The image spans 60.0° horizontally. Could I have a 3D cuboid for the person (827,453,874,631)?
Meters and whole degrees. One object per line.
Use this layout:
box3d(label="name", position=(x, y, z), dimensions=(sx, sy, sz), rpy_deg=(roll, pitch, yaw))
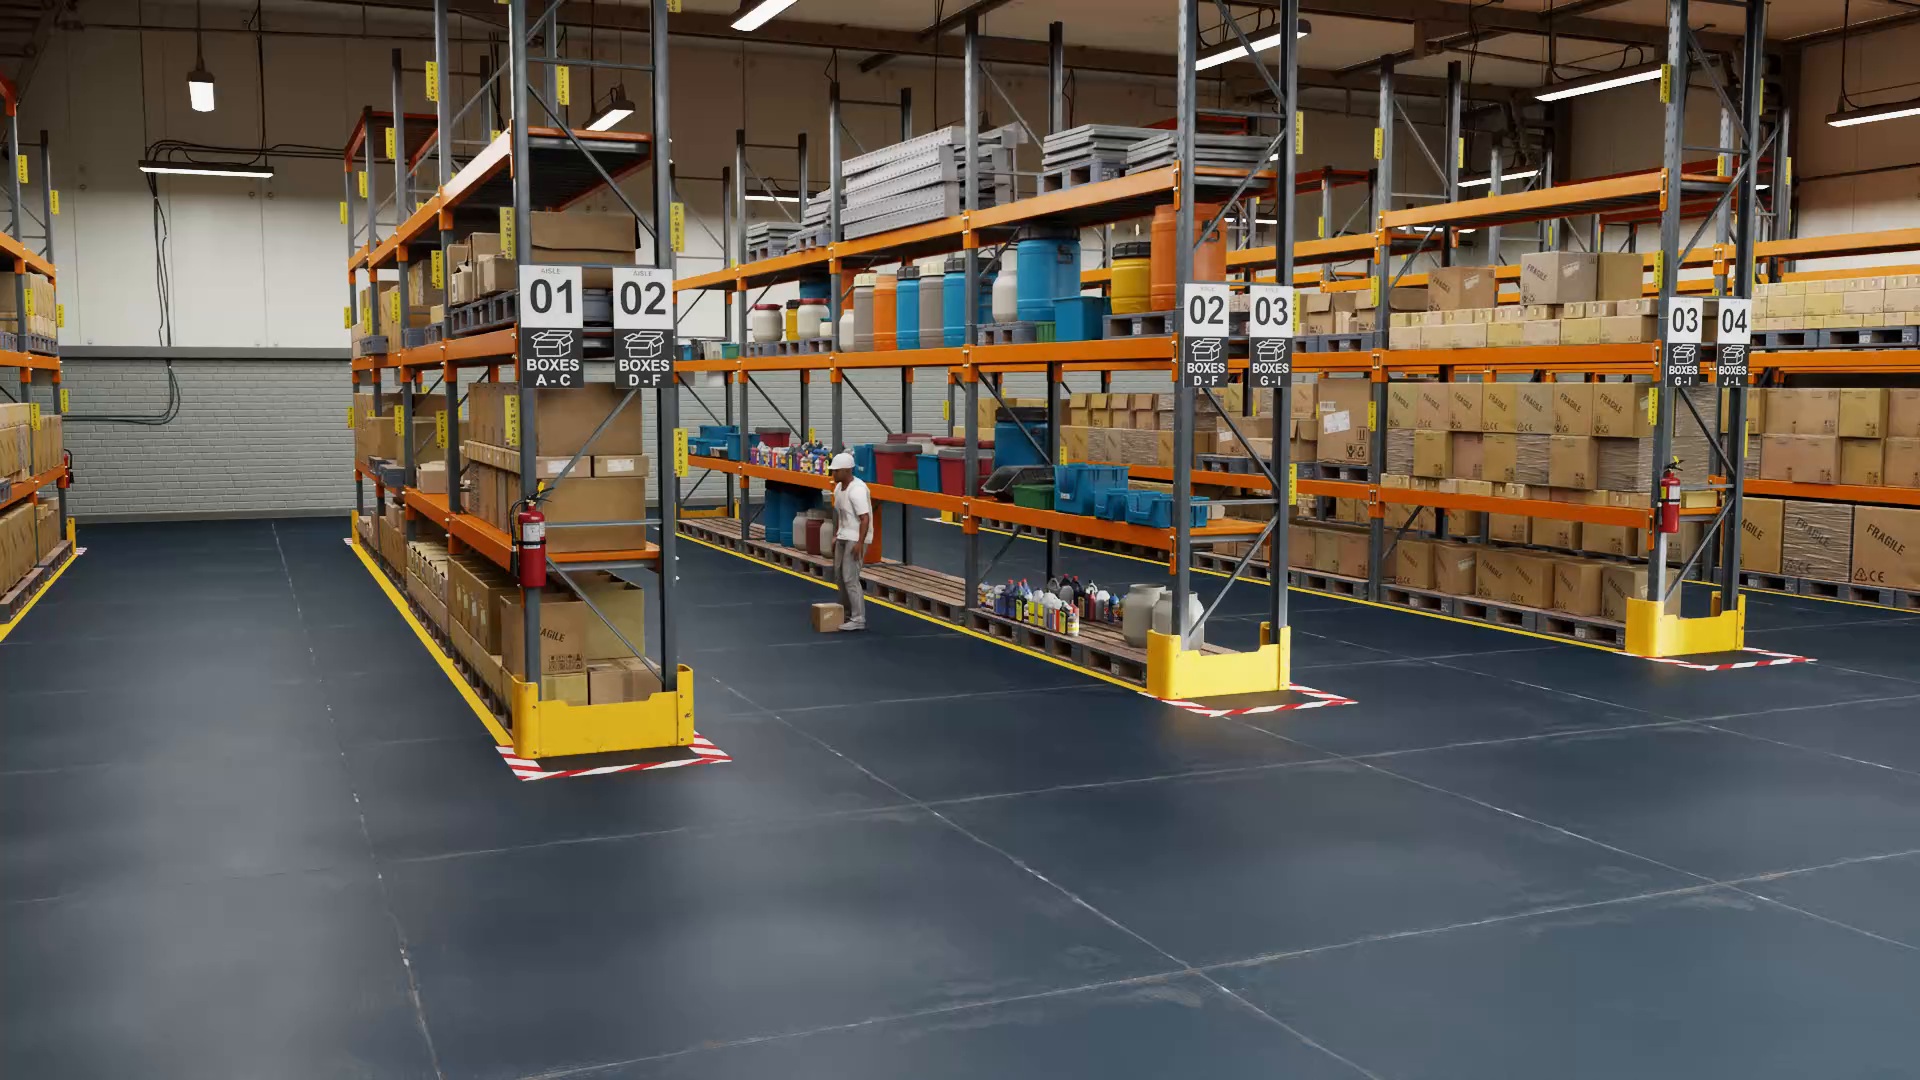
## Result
box3d(label="person", position=(-1.111, 0.012, 16.552), dimensions=(0.462, 1.759, 0.633), rpy_deg=(-3, 6, -27))
